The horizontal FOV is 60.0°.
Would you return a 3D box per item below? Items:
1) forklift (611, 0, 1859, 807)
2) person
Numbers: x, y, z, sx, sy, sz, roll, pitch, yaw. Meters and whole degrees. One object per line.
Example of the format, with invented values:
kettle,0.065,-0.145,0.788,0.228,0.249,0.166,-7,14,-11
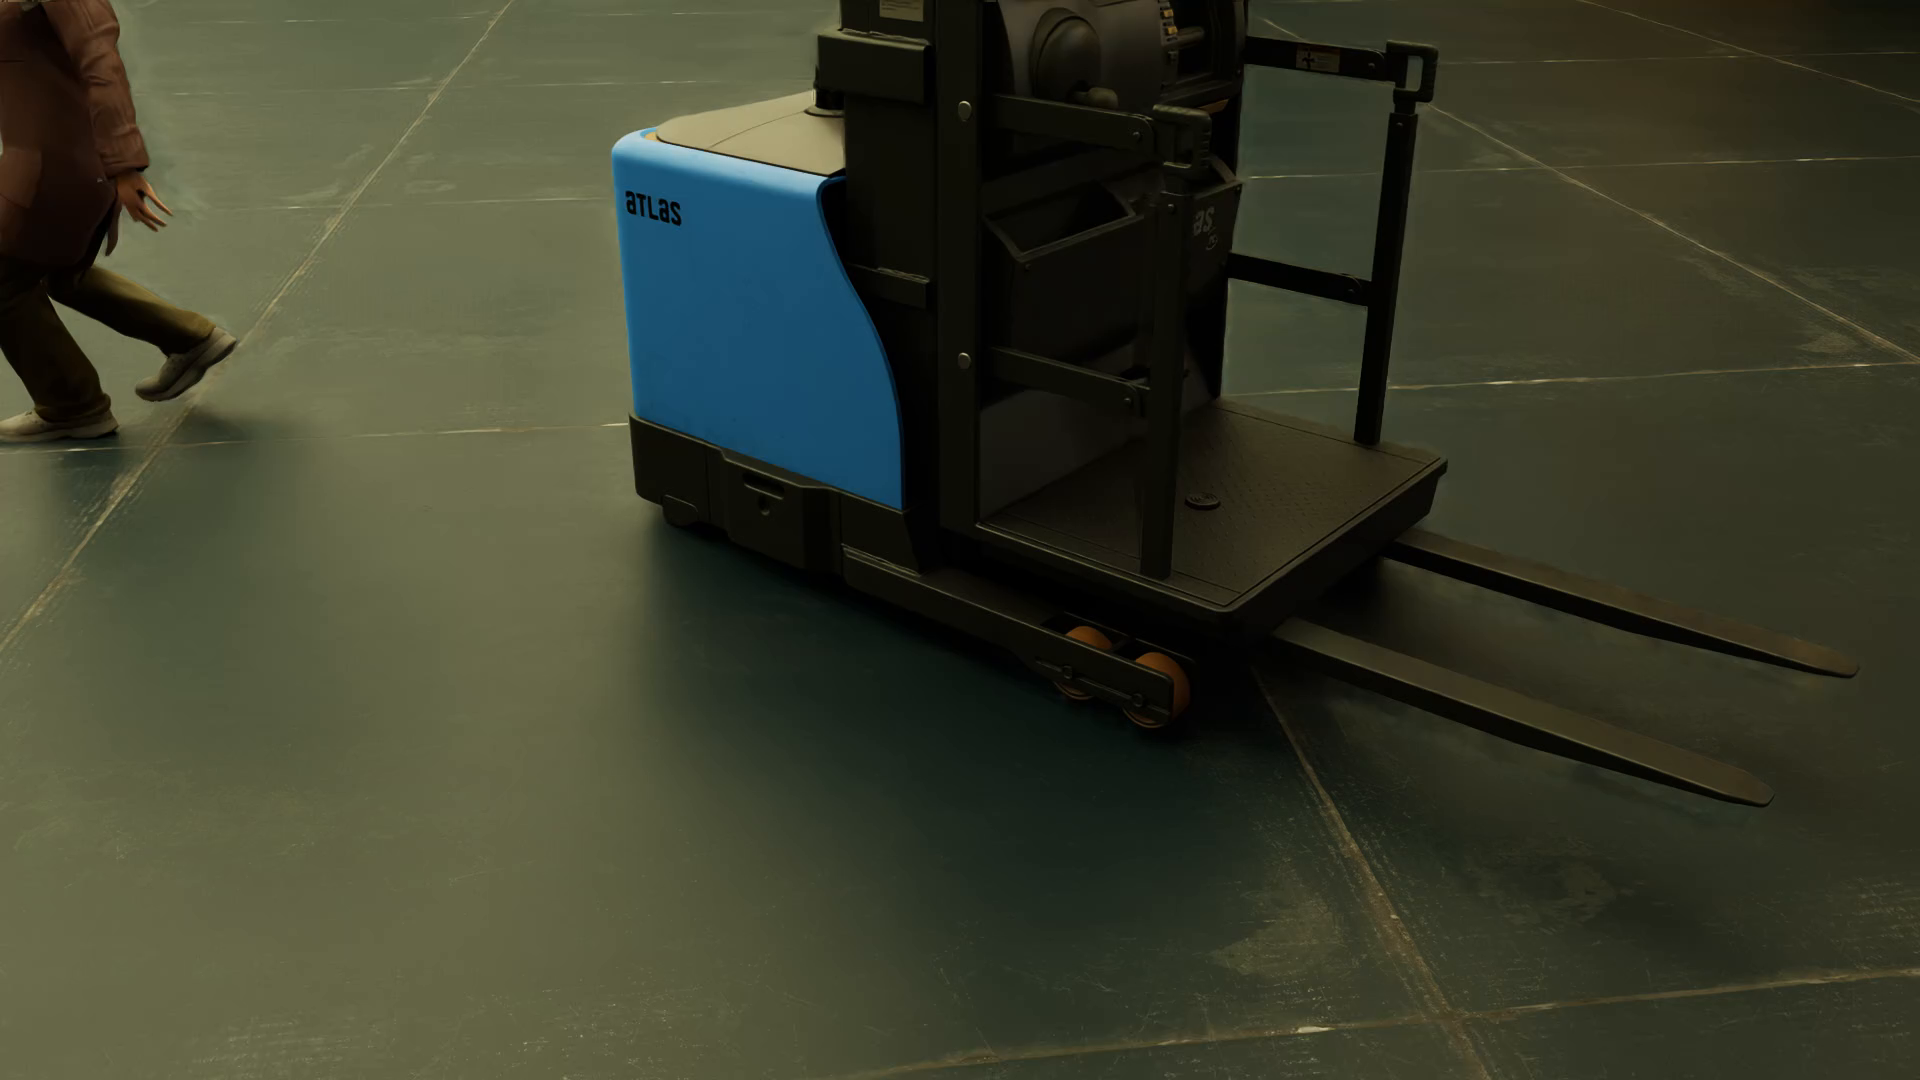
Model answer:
forklift,0.533,-1.158,3.632,3.031,2.935,1.130,20,32,35
person,-2.692,-1.107,4.952,0.741,1.710,0.703,-5,26,-10
